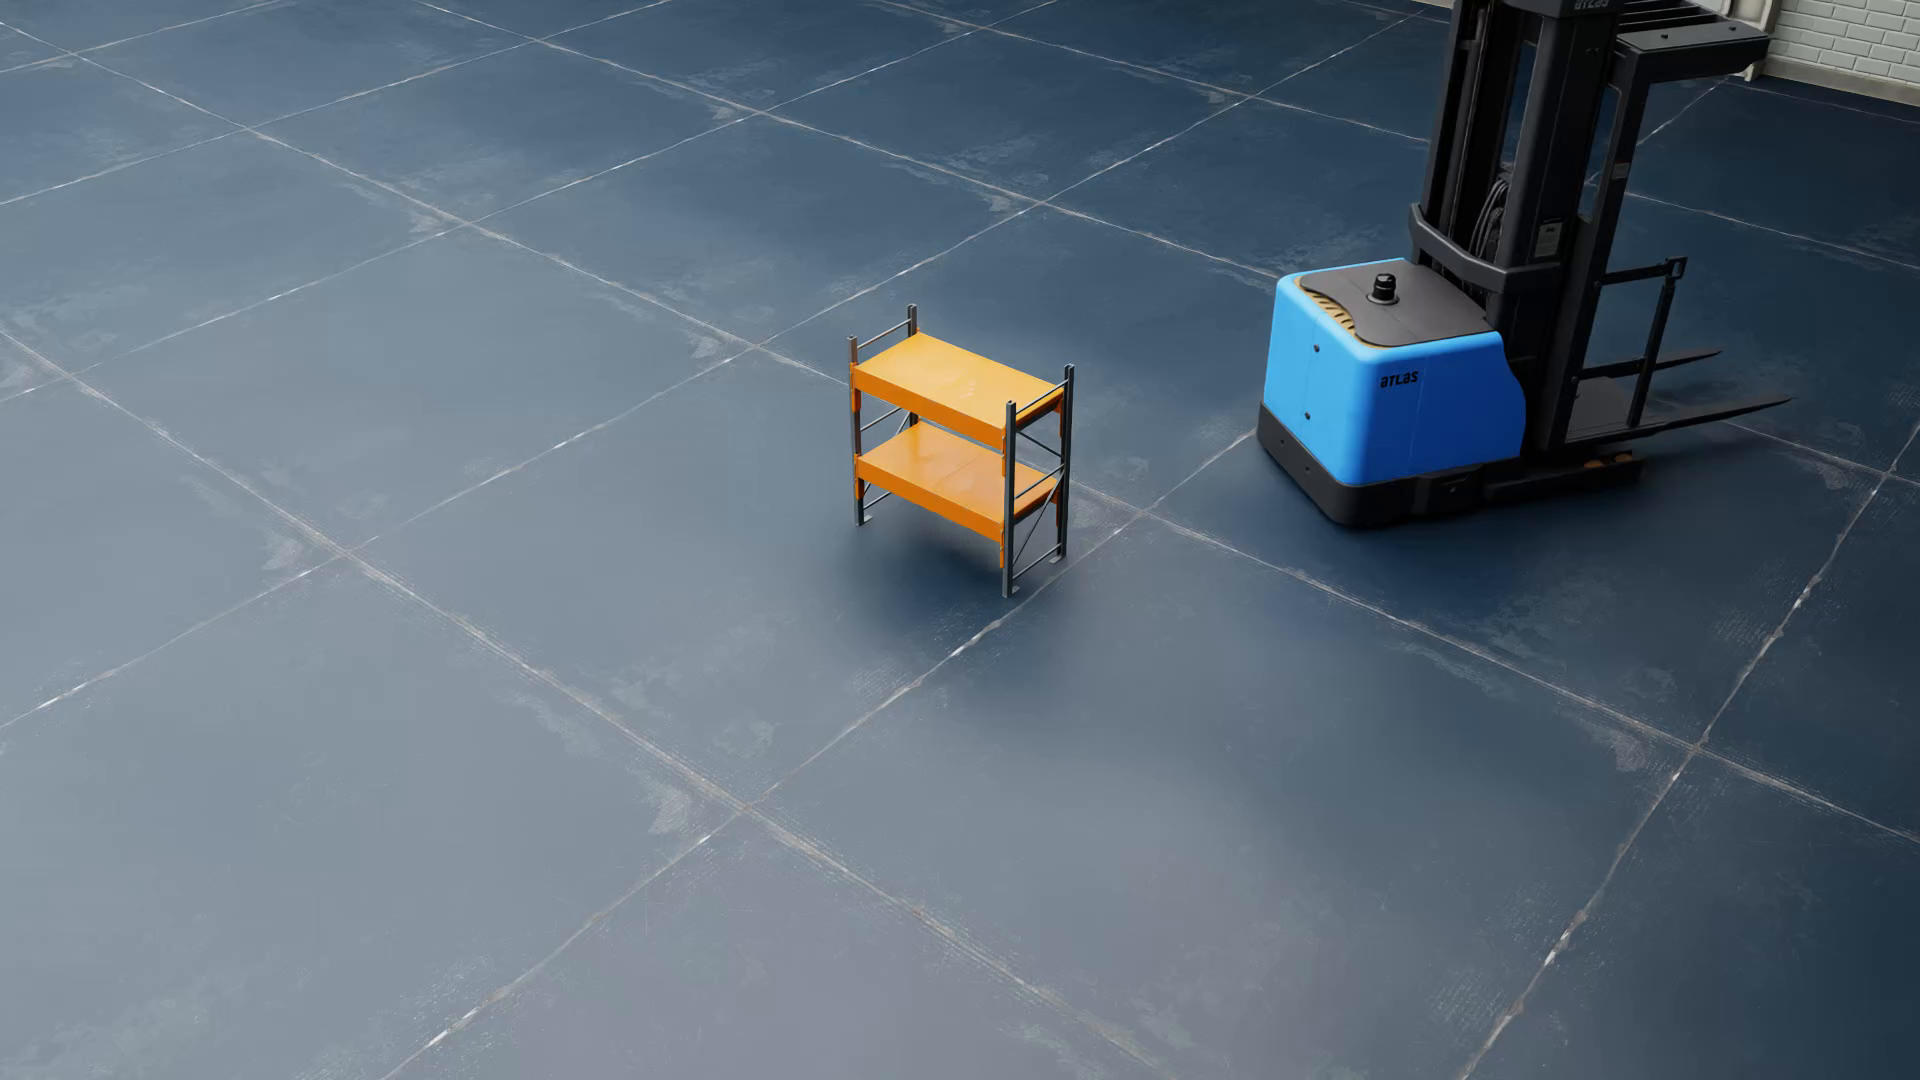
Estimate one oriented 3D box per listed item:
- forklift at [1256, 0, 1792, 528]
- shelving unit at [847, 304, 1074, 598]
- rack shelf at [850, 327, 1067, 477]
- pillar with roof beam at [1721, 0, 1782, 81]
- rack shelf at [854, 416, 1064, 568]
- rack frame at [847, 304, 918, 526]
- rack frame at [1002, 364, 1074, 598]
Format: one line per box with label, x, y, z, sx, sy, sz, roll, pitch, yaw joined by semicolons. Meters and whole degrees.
forklift;3.280;-1.760;8.806;3.031;2.935;1.130;-10;36;-15
shelving unit;-0.005;-0.466;8.517;1.048;1.125;0.538;25;42;32
rack shelf;-0.005;-0.707;8.352;1.000;0.278;0.538;25;42;32
pillar with roof beam;4.209;-6.044;9.684;0.400;9.000;9.100;25;42;32
rack shelf;-0.005;-0.265;8.656;1.000;0.278;0.538;25;42;32
rack frame;-0.396;-0.650;8.785;0.032;1.125;0.500;25;42;32
rack frame;0.385;-0.282;8.249;0.032;1.125;0.500;25;42;32
